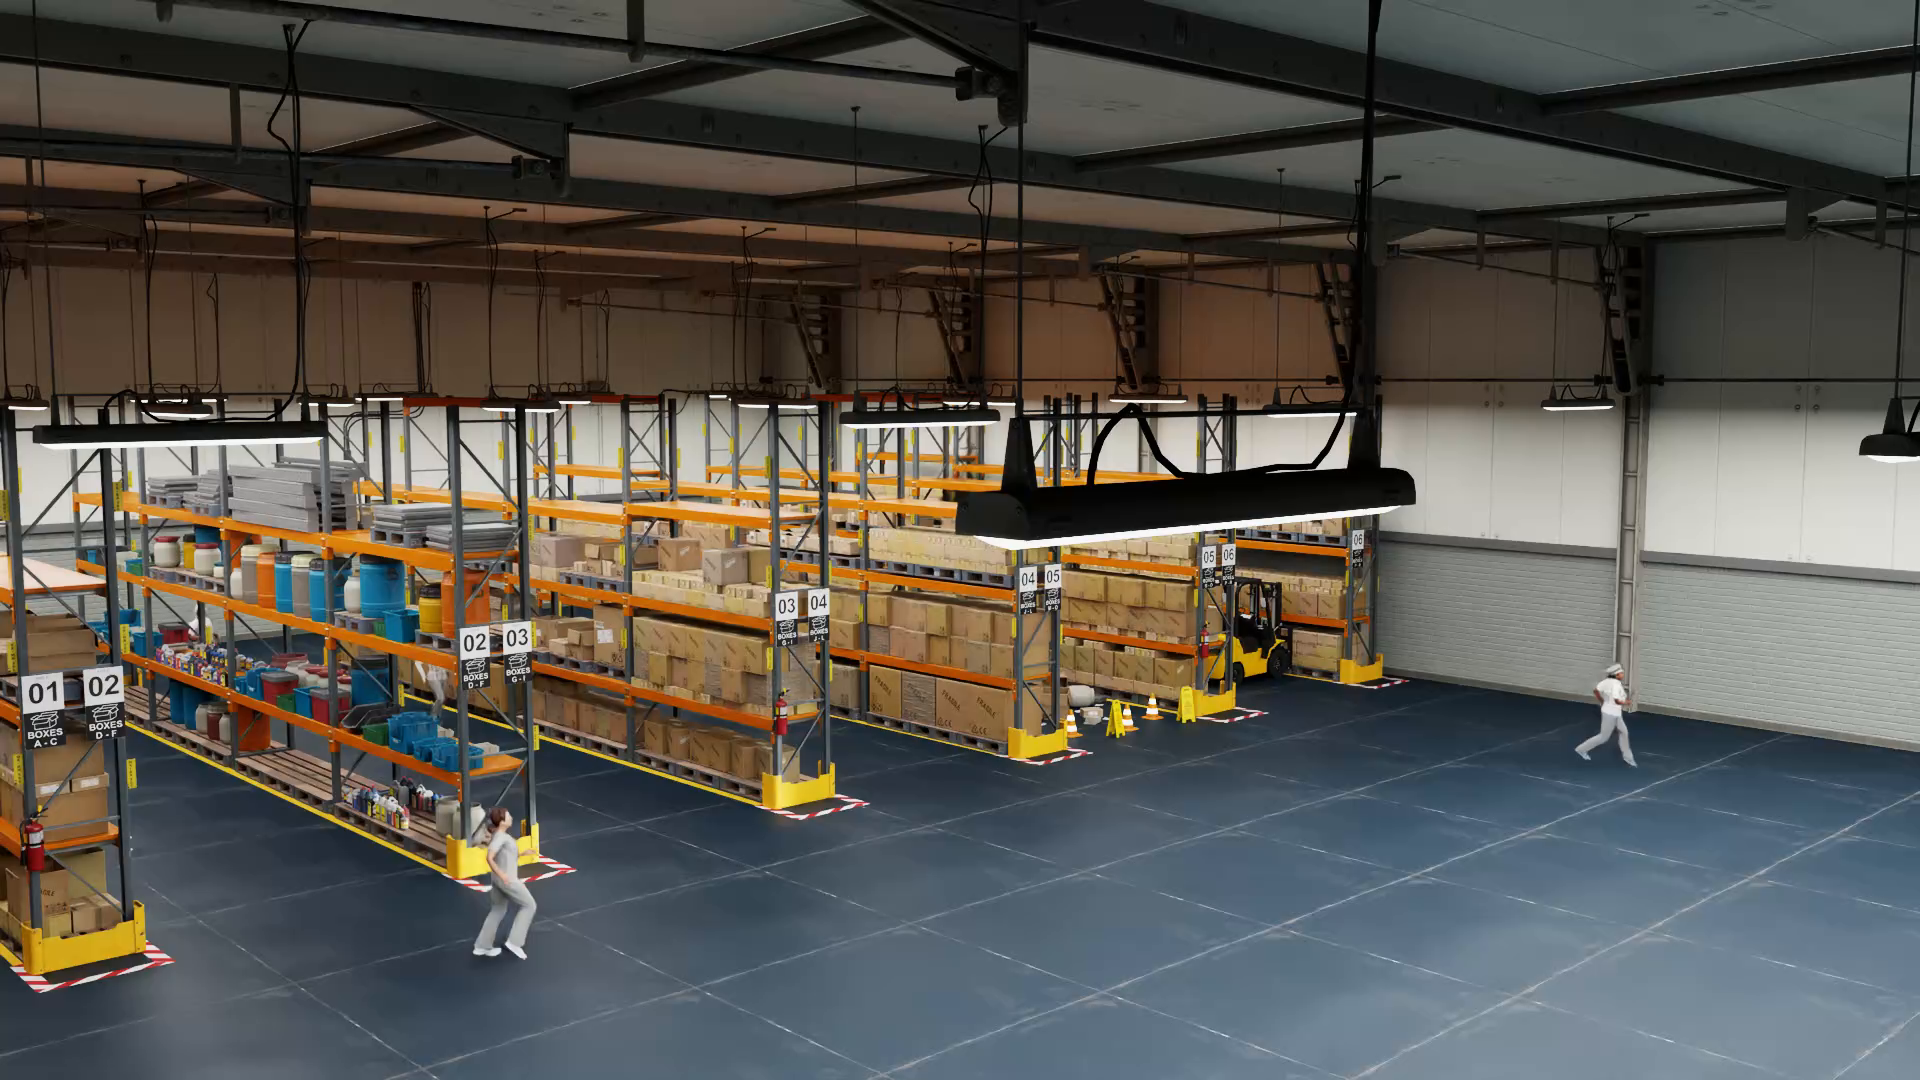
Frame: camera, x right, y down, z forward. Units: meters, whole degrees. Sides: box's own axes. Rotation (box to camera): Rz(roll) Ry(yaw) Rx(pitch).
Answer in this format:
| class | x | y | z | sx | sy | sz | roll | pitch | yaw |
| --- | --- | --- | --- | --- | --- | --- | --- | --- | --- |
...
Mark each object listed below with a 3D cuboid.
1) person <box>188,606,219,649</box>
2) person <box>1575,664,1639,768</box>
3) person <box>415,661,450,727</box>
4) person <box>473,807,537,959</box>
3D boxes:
| class | x | y | z | sx | sy | sz | roll | pitch | yaw |
| --- | --- | --- | --- | --- | --- | --- | --- | --- | --- |
| person | -15.539 | 2.181 | 34.094 | 0.867 | 1.716 | 0.742 | 1 | 6 | 15 |
| person | 10.593 | 2.880 | 27.134 | 1.033 | 1.735 | 0.543 | 1 | 6 | 12 |
| person | -9.477 | 2.578 | 30.182 | 0.709 | 1.733 | 0.581 | 4 | 7 | 37 |
| person | -4.959 | 3.749 | 18.129 | 0.716 | 1.703 | 0.533 | -3 | 6 | -30 |
